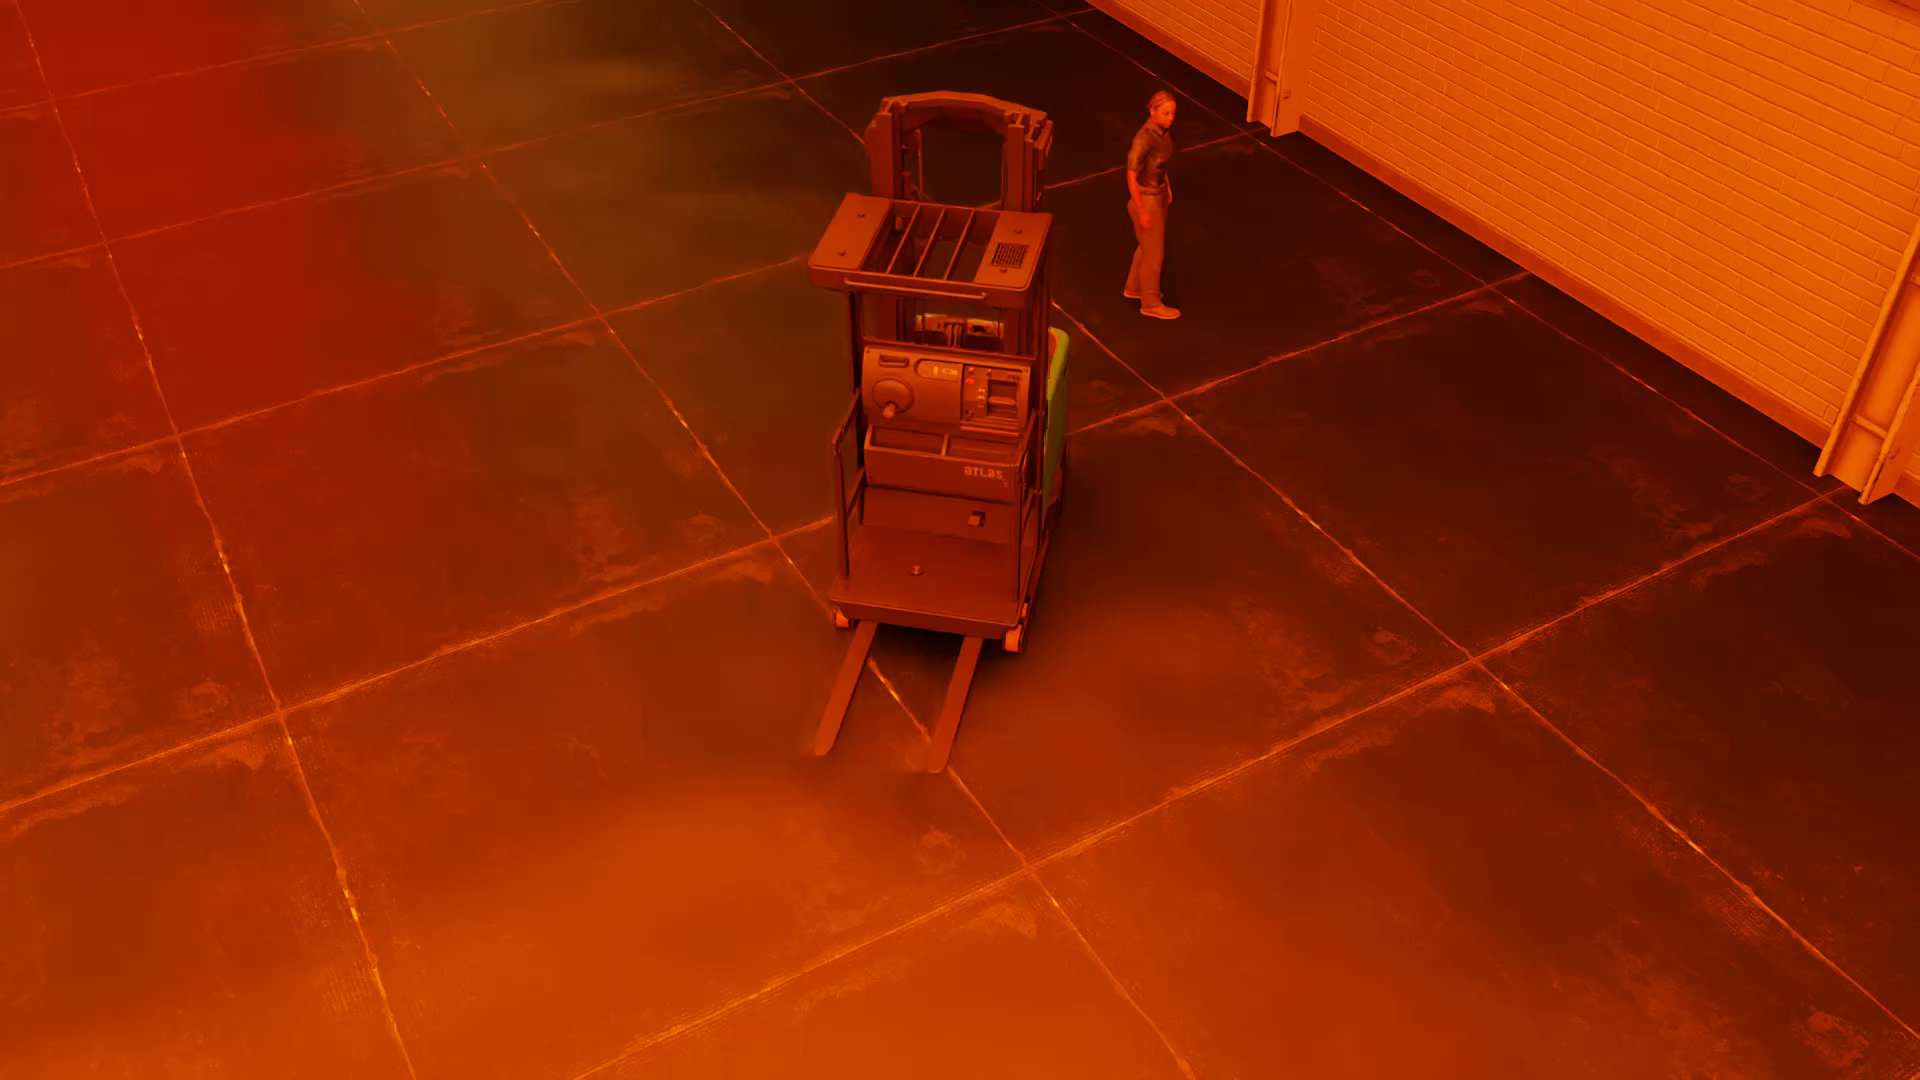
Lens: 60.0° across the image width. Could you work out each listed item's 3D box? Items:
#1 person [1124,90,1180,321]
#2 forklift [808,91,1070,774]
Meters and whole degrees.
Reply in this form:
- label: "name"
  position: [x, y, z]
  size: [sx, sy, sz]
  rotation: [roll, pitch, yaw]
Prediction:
- label: "person"
  position: [1.444, -2.408, 11.953]
  size: [0.472, 1.642, 0.631]
  rotation: [11, 41, 13]
- label: "forklift"
  position: [-0.120, -0.745, 8.935]
  size: [1.130, 2.935, 3.031]
  rotation: [8, 40, 9]
